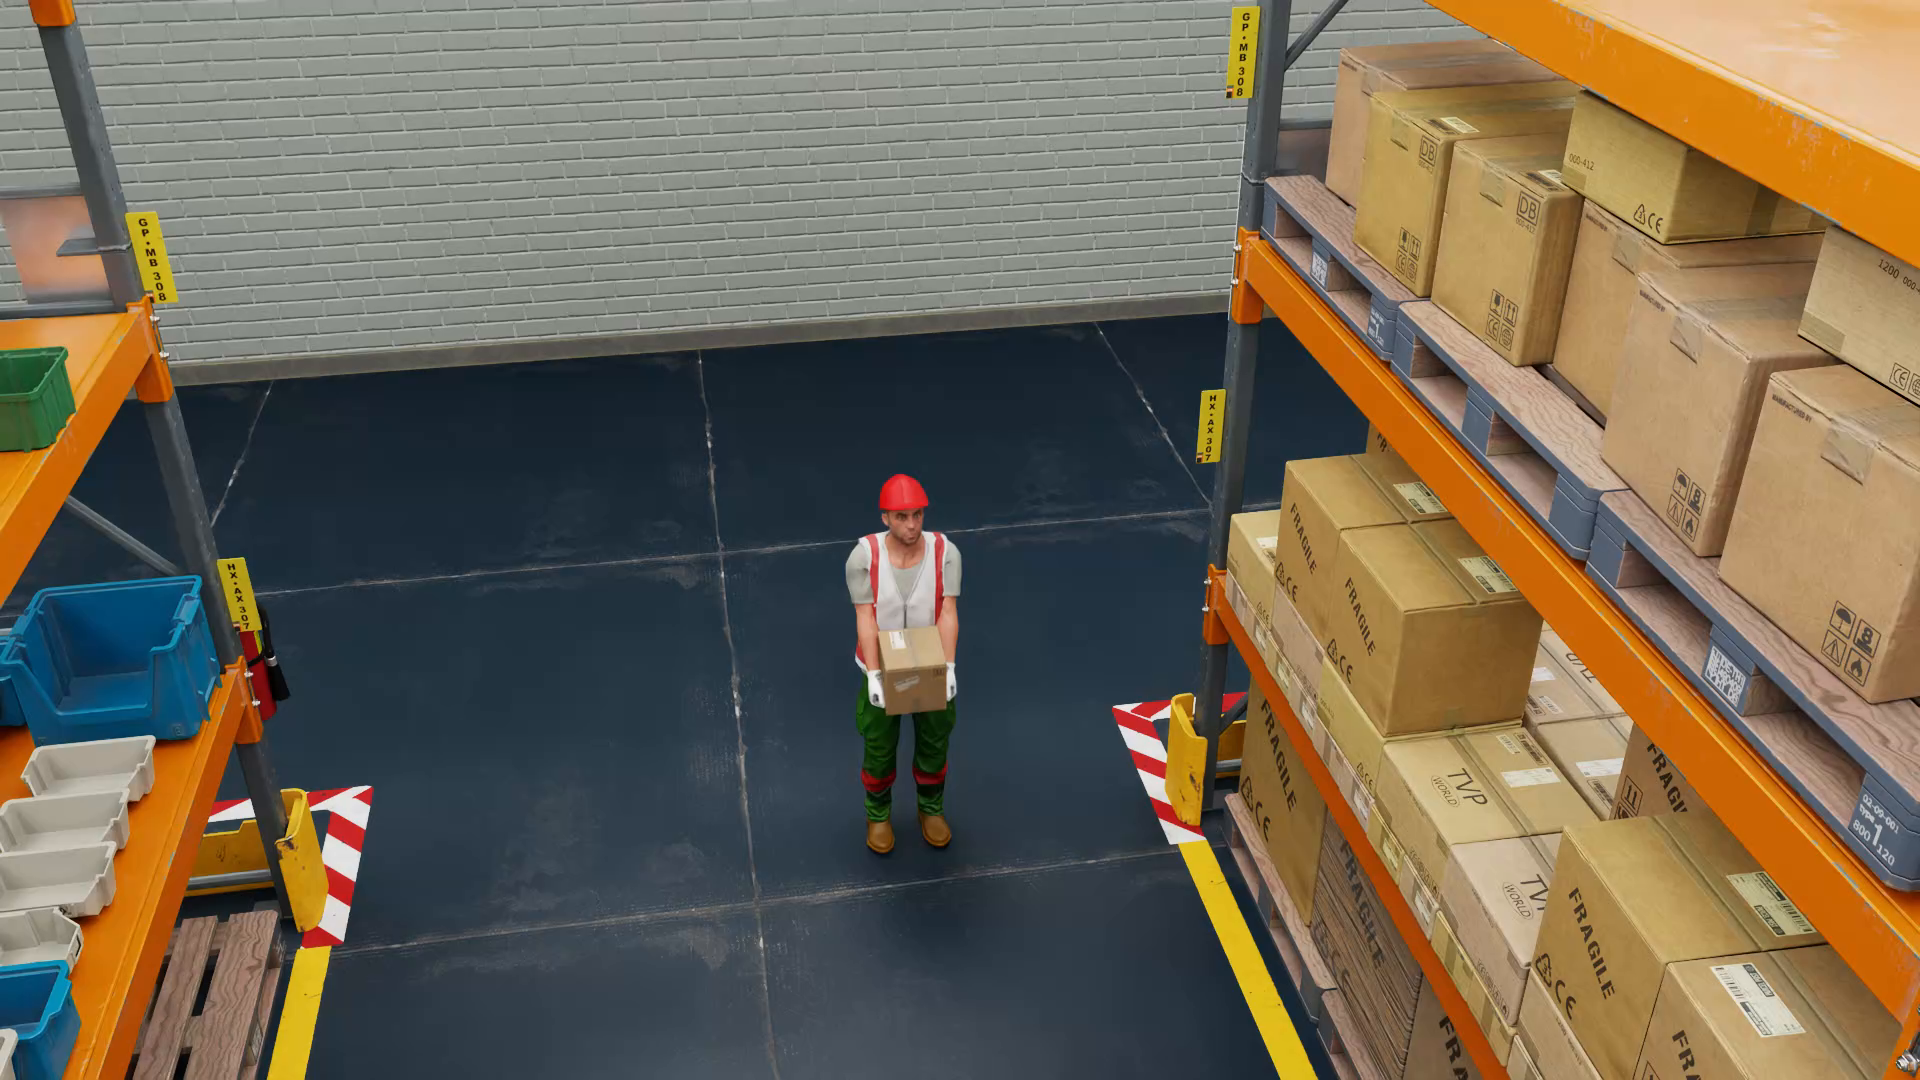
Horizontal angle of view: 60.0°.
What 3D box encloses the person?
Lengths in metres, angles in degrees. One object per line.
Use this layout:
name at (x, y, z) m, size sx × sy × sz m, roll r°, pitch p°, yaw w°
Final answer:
person at (-0.214, 0.593, 7.111) m, size 0.493 × 1.782 × 0.563 m, roll -5°, pitch 31°, yaw -8°
